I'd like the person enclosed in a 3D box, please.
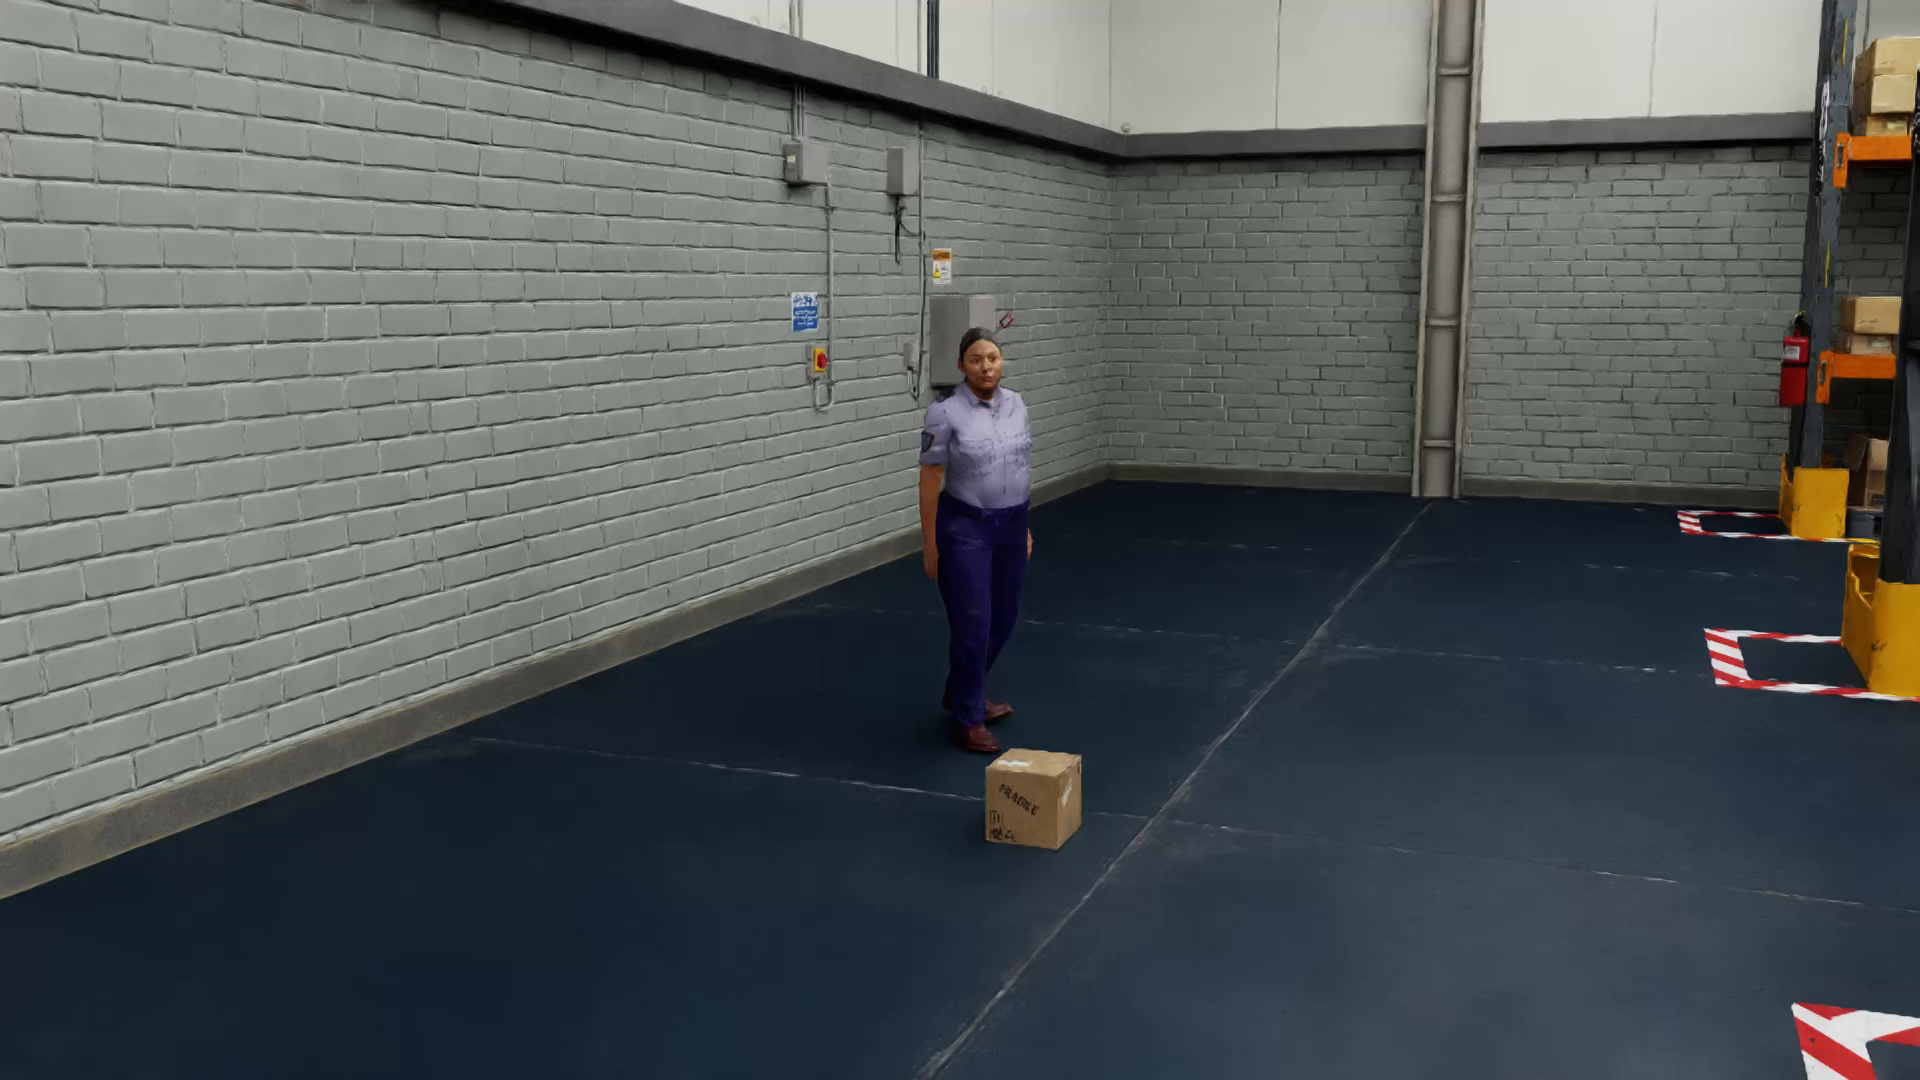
[{"bbox_3d":[0.044,-0.023,6.572,0.529,1.634,0.552,-7,11,-36],"label":"person"}]
